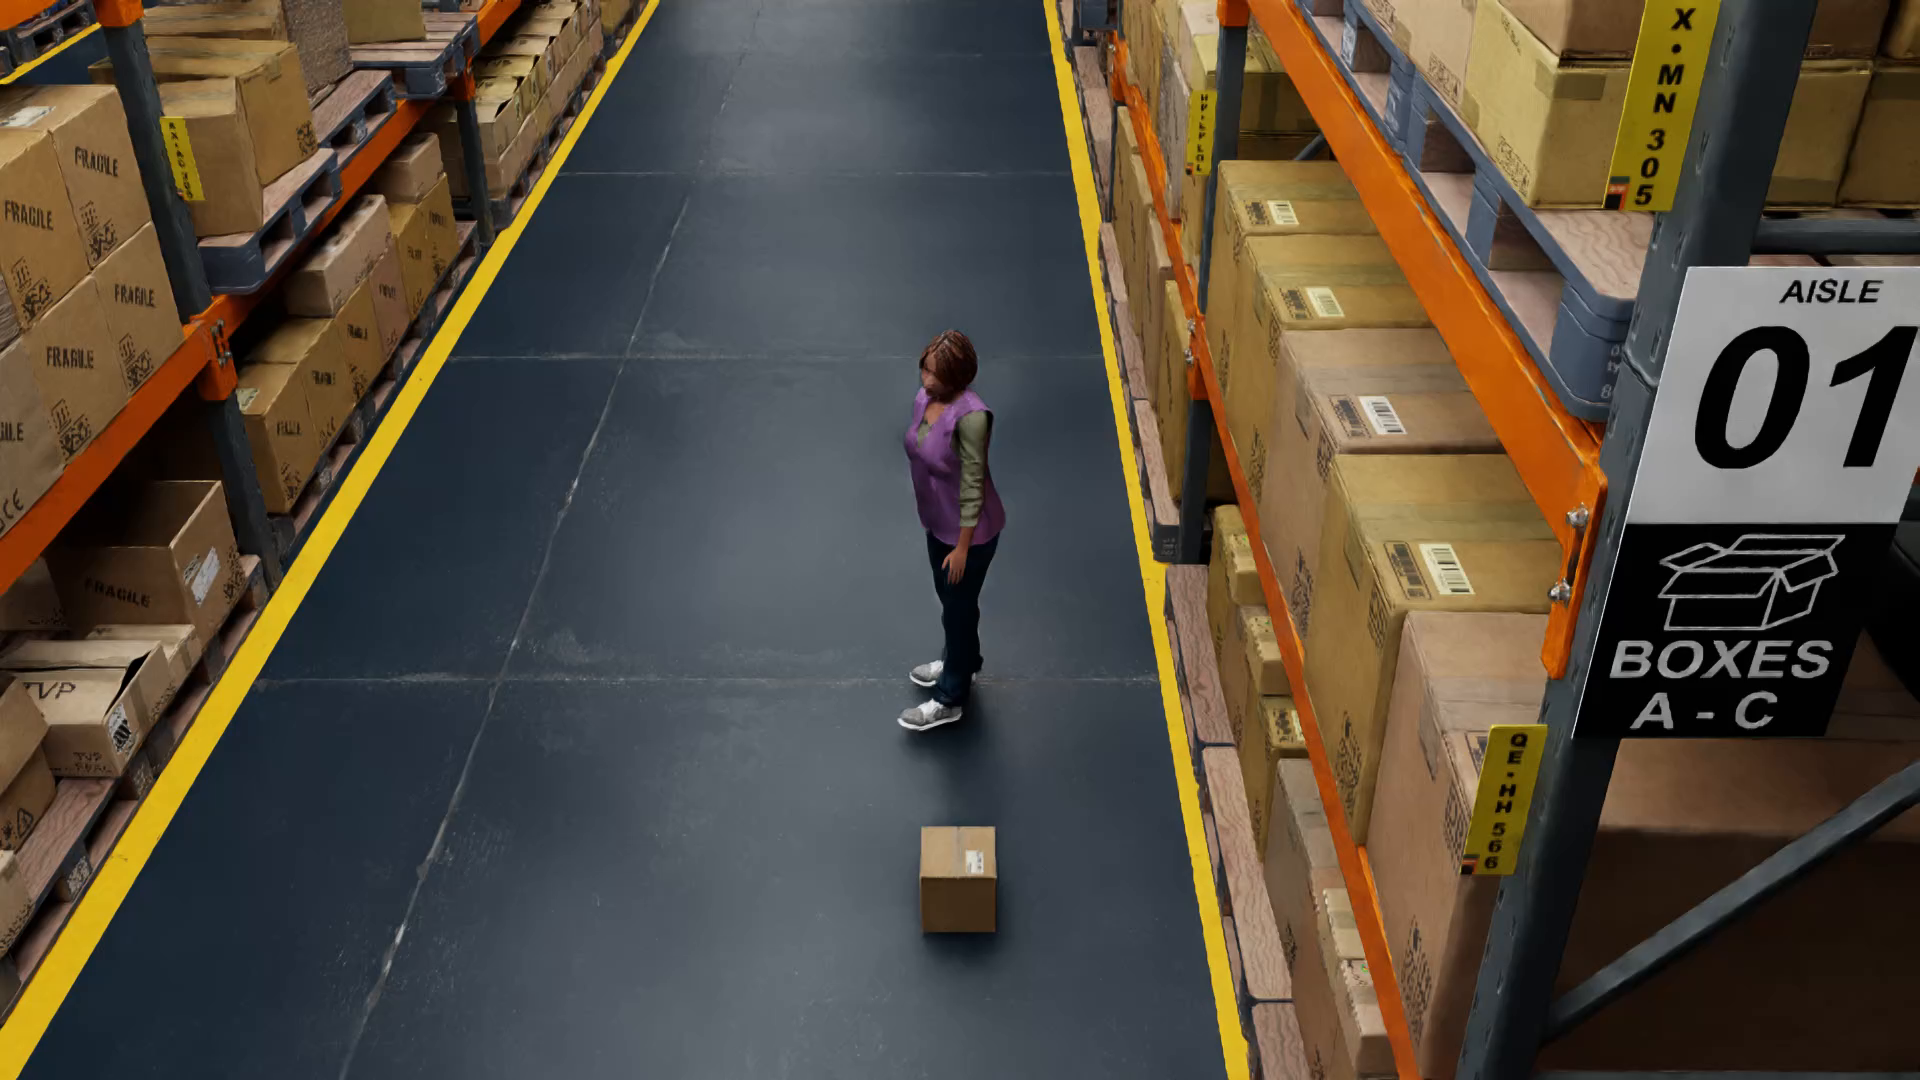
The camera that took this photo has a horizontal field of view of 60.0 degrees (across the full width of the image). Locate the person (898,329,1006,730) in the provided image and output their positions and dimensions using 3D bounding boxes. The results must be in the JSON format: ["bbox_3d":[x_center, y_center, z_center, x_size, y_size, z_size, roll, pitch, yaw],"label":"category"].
[{"bbox_3d":[-0.089,-0.031,6.171,0.467,1.589,0.482,-16,35,-24],"label":"person"}]
